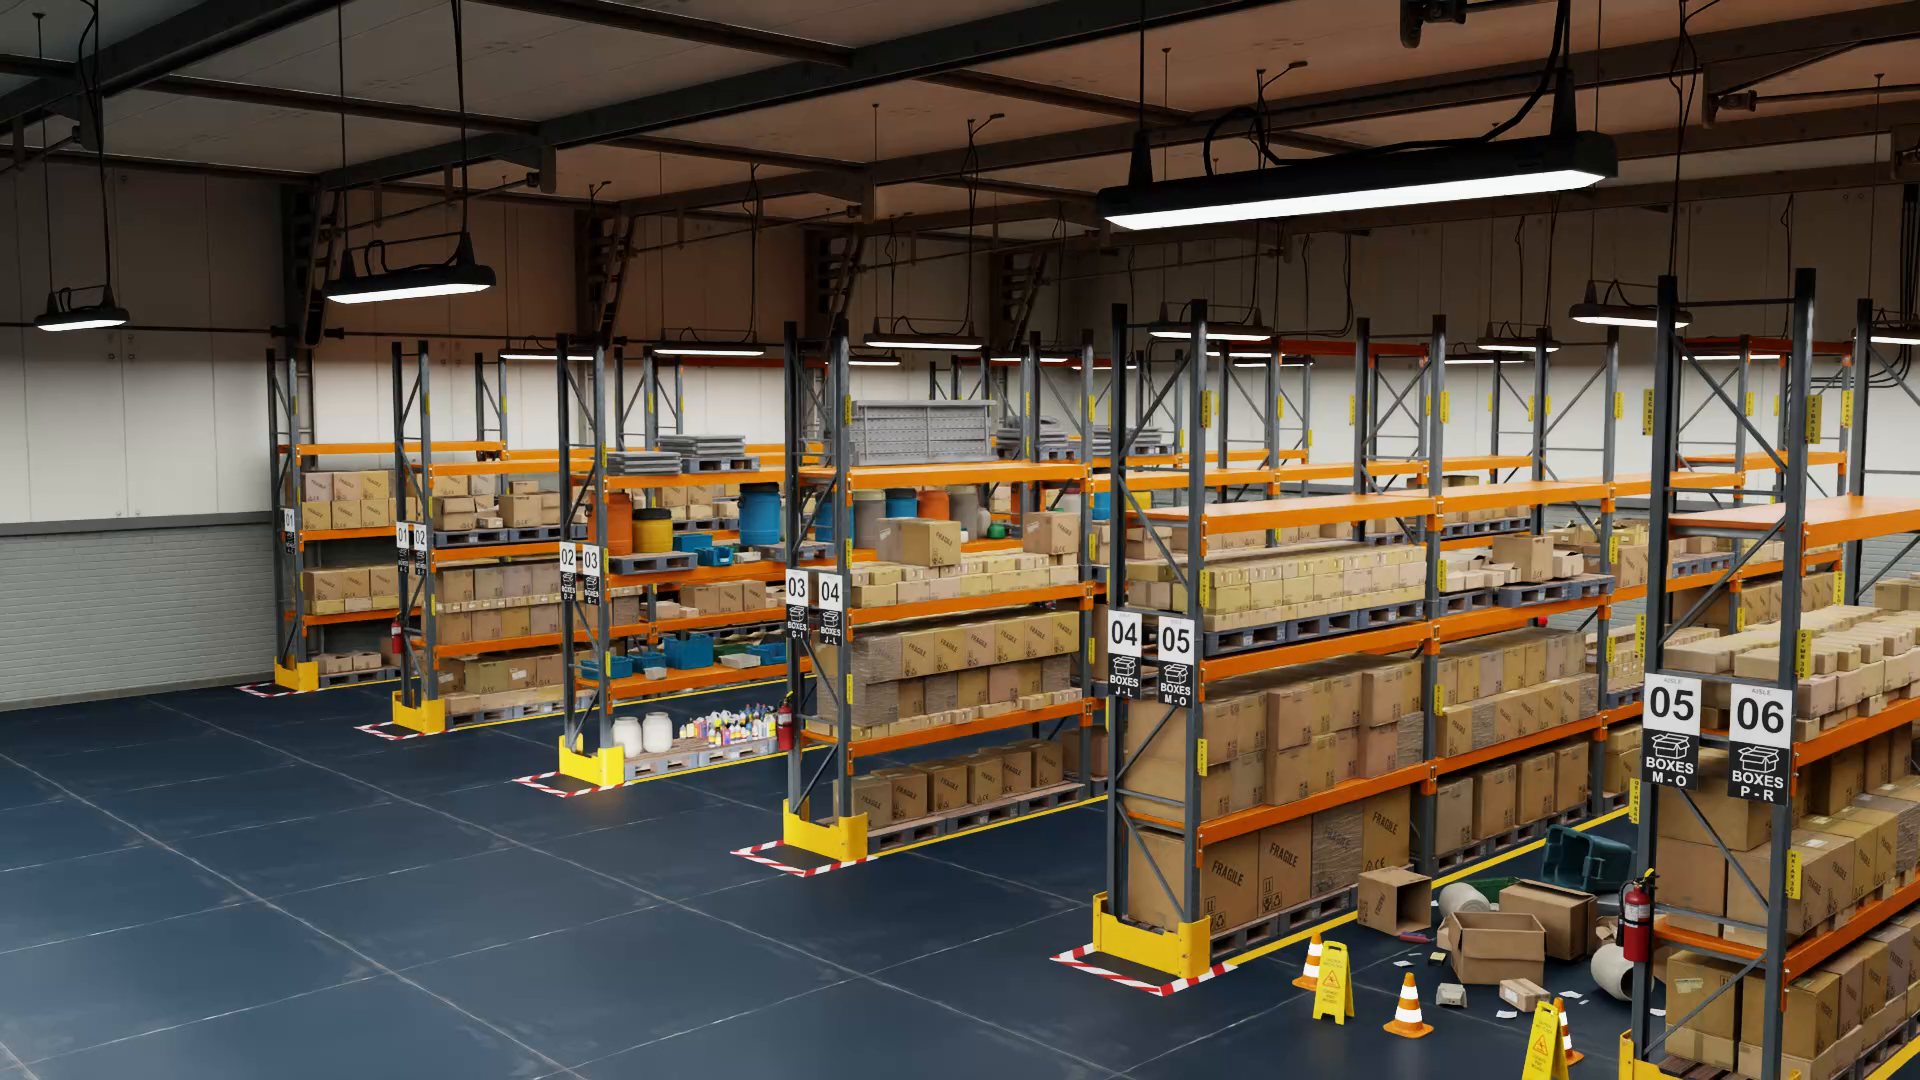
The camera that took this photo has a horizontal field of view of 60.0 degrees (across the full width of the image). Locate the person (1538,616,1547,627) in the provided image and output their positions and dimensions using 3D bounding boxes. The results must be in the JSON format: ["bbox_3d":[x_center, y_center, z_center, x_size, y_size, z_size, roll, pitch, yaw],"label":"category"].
[{"bbox_3d":[8.982,2.038,25.826,0.602,1.791,0.467,1,5,13],"label":"person"}]
